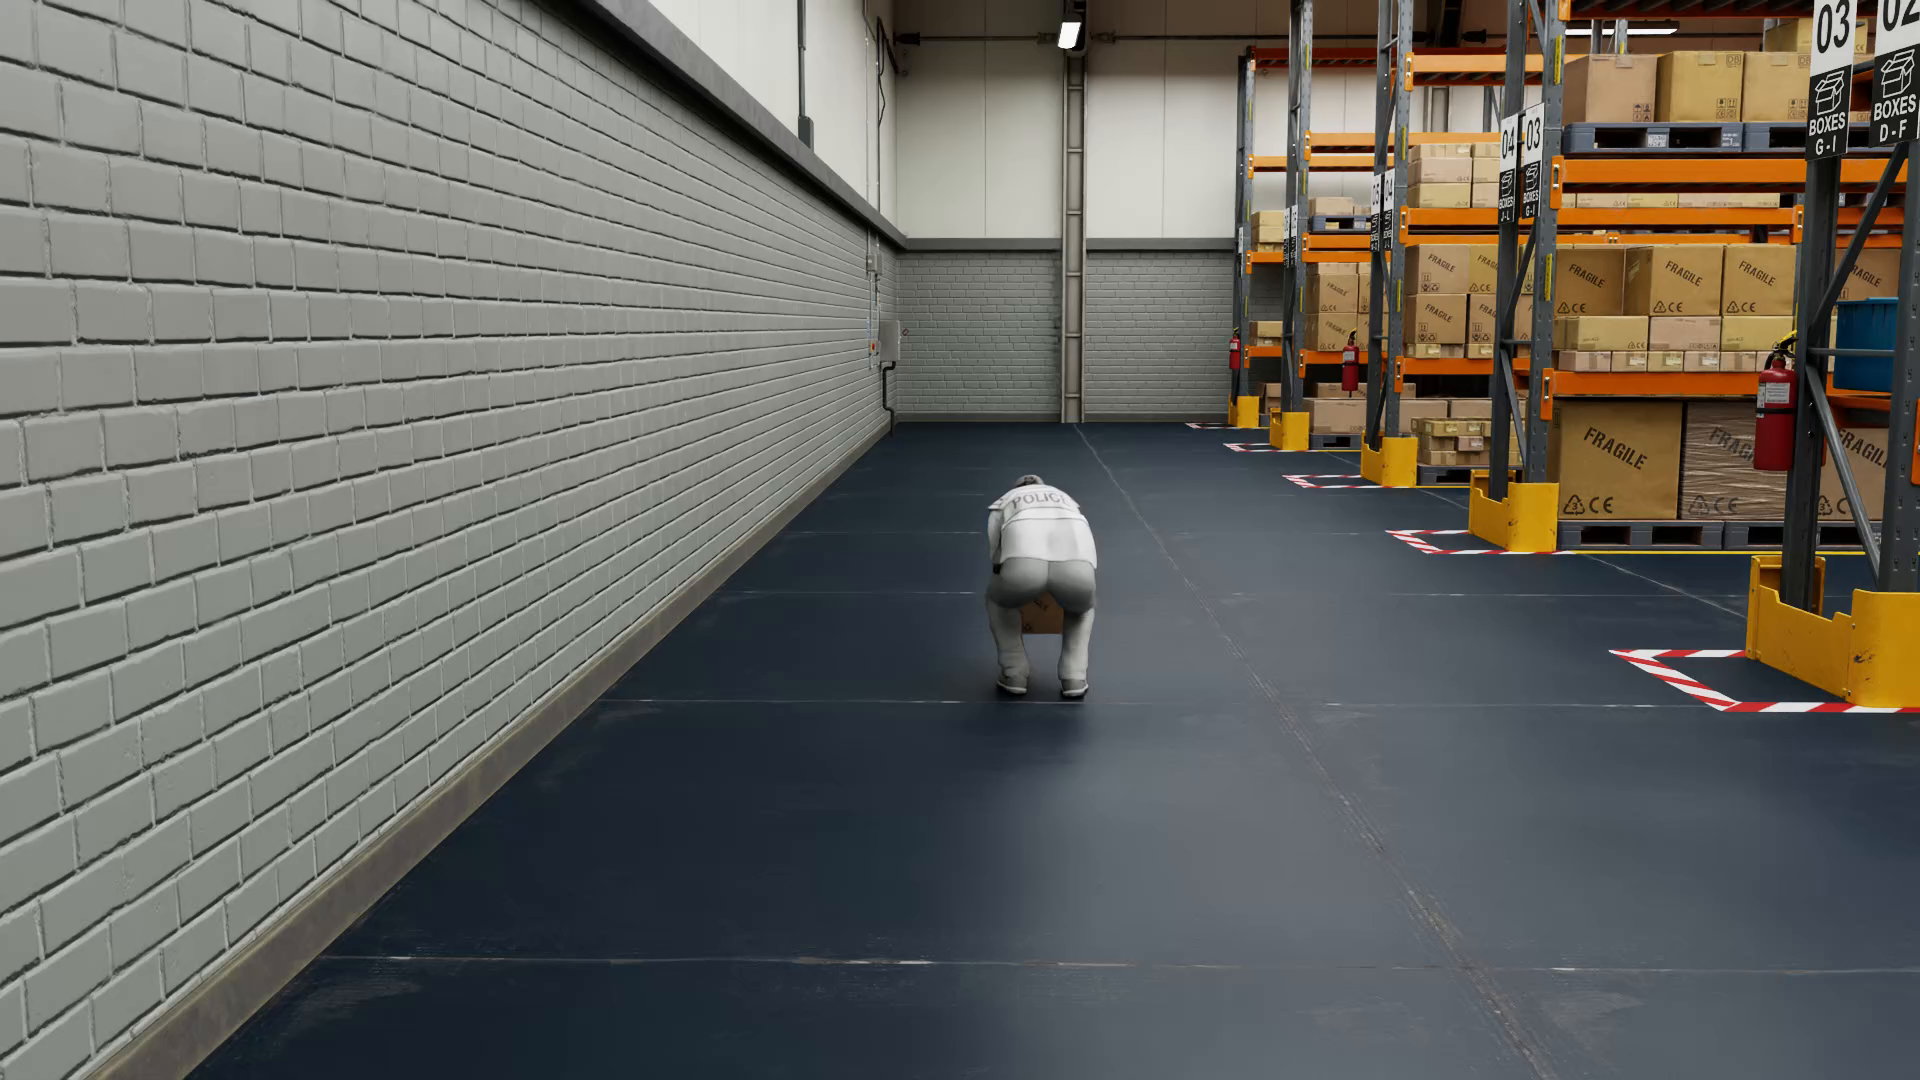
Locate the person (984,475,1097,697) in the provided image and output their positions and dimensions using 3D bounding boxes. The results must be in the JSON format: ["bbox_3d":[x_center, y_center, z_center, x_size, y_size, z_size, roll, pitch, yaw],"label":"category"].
[{"bbox_3d":[0.373,0.205,7.532,0.496,0.942,0.914,0,7,-1],"label":"person"}]
